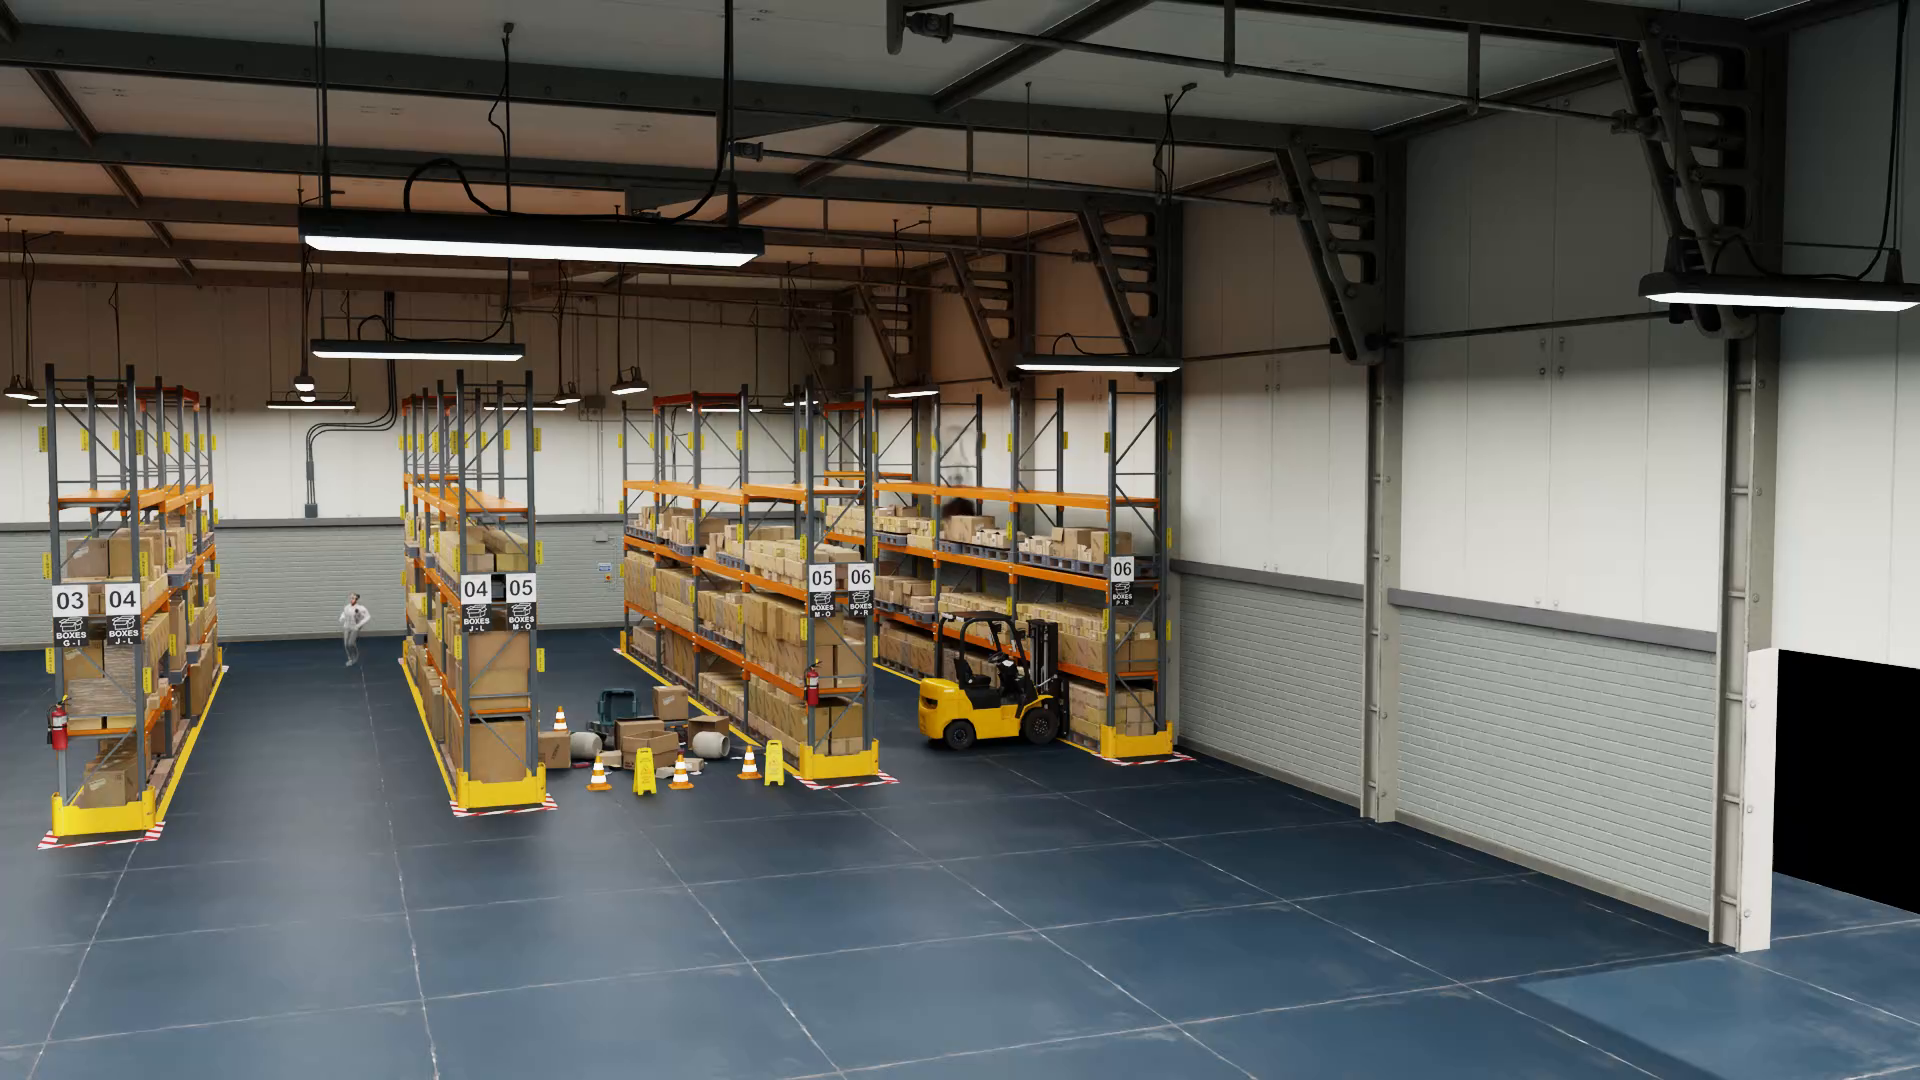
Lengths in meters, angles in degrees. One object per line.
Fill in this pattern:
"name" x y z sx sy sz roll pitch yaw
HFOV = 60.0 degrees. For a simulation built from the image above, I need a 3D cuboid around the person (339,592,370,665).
"person" -13.636 1.995 37.303 0.629 1.648 0.567 1 3 11
